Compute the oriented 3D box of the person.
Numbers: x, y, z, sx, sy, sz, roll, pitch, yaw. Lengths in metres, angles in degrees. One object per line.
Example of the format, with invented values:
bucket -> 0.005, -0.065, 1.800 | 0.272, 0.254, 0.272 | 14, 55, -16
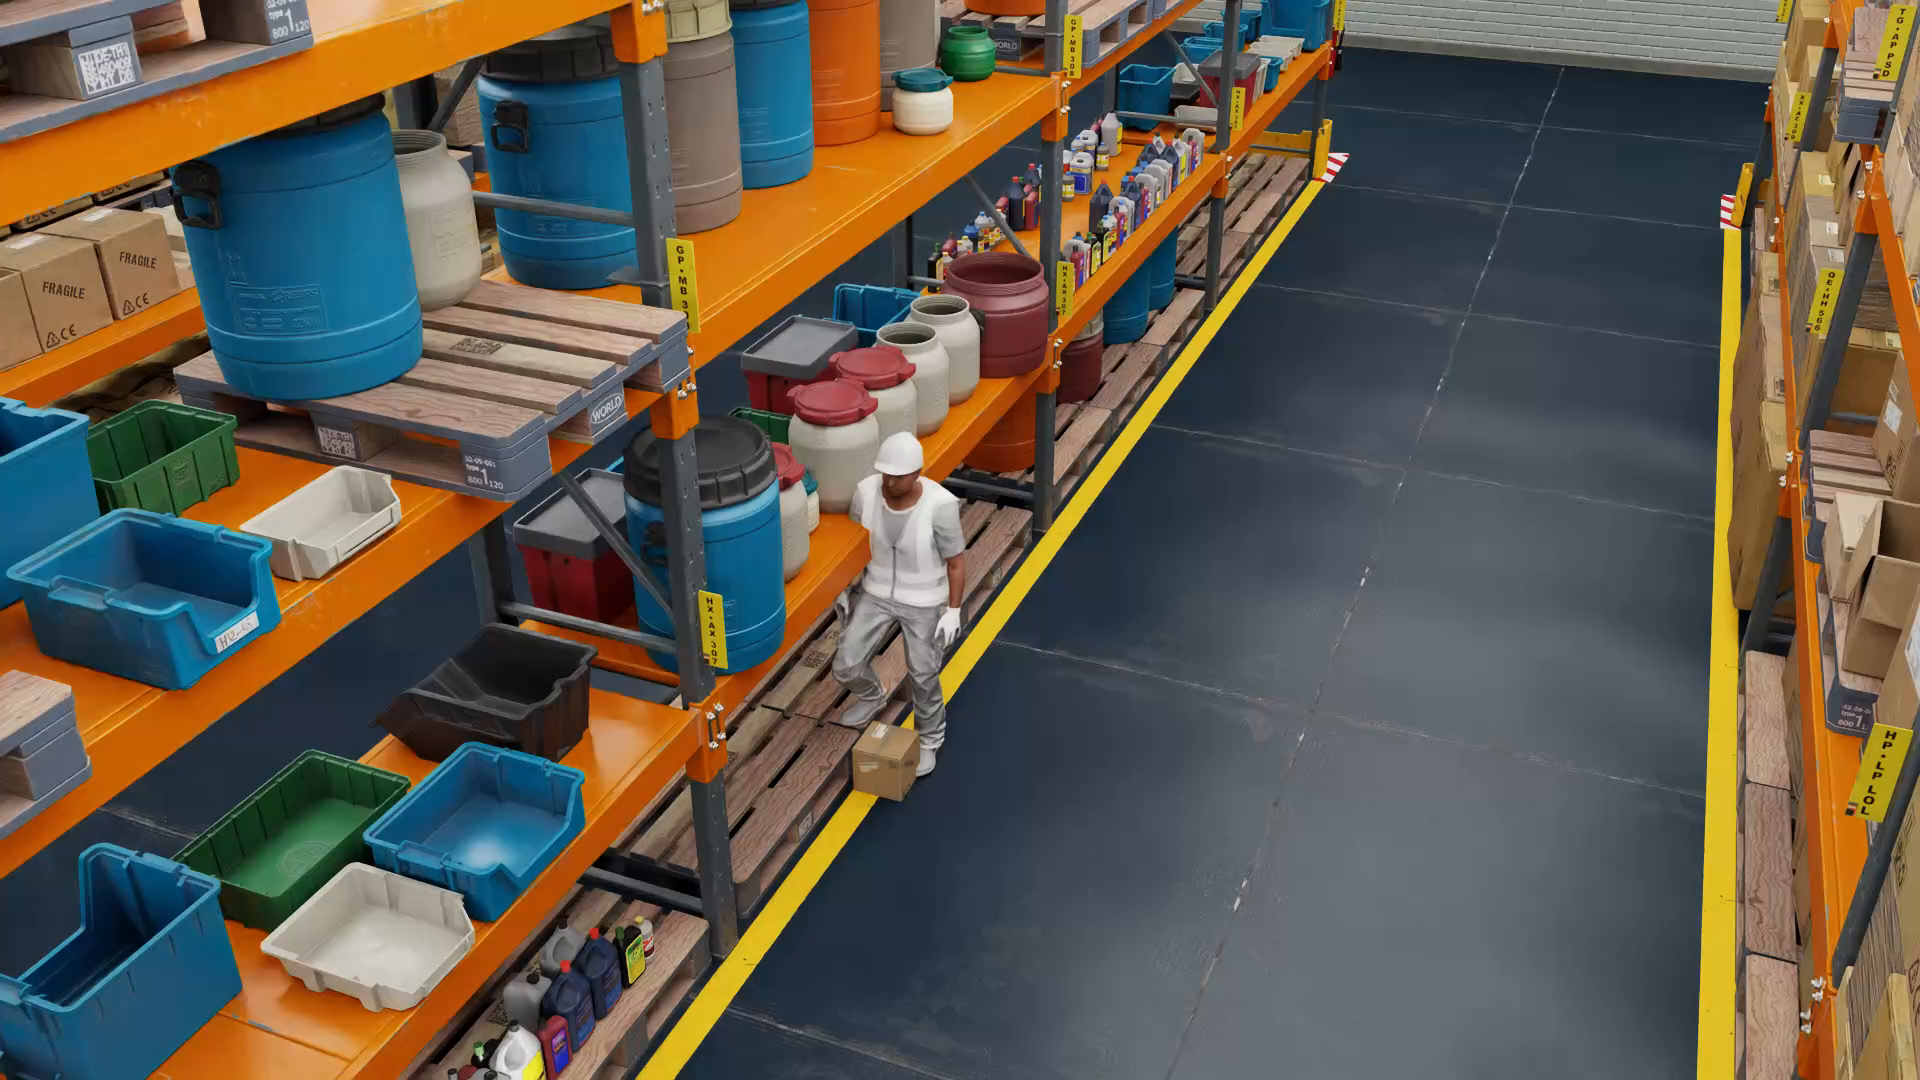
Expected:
person -> -0.292, 0.310, 7.830 | 0.629, 1.783, 0.518 | 11, 31, 18
